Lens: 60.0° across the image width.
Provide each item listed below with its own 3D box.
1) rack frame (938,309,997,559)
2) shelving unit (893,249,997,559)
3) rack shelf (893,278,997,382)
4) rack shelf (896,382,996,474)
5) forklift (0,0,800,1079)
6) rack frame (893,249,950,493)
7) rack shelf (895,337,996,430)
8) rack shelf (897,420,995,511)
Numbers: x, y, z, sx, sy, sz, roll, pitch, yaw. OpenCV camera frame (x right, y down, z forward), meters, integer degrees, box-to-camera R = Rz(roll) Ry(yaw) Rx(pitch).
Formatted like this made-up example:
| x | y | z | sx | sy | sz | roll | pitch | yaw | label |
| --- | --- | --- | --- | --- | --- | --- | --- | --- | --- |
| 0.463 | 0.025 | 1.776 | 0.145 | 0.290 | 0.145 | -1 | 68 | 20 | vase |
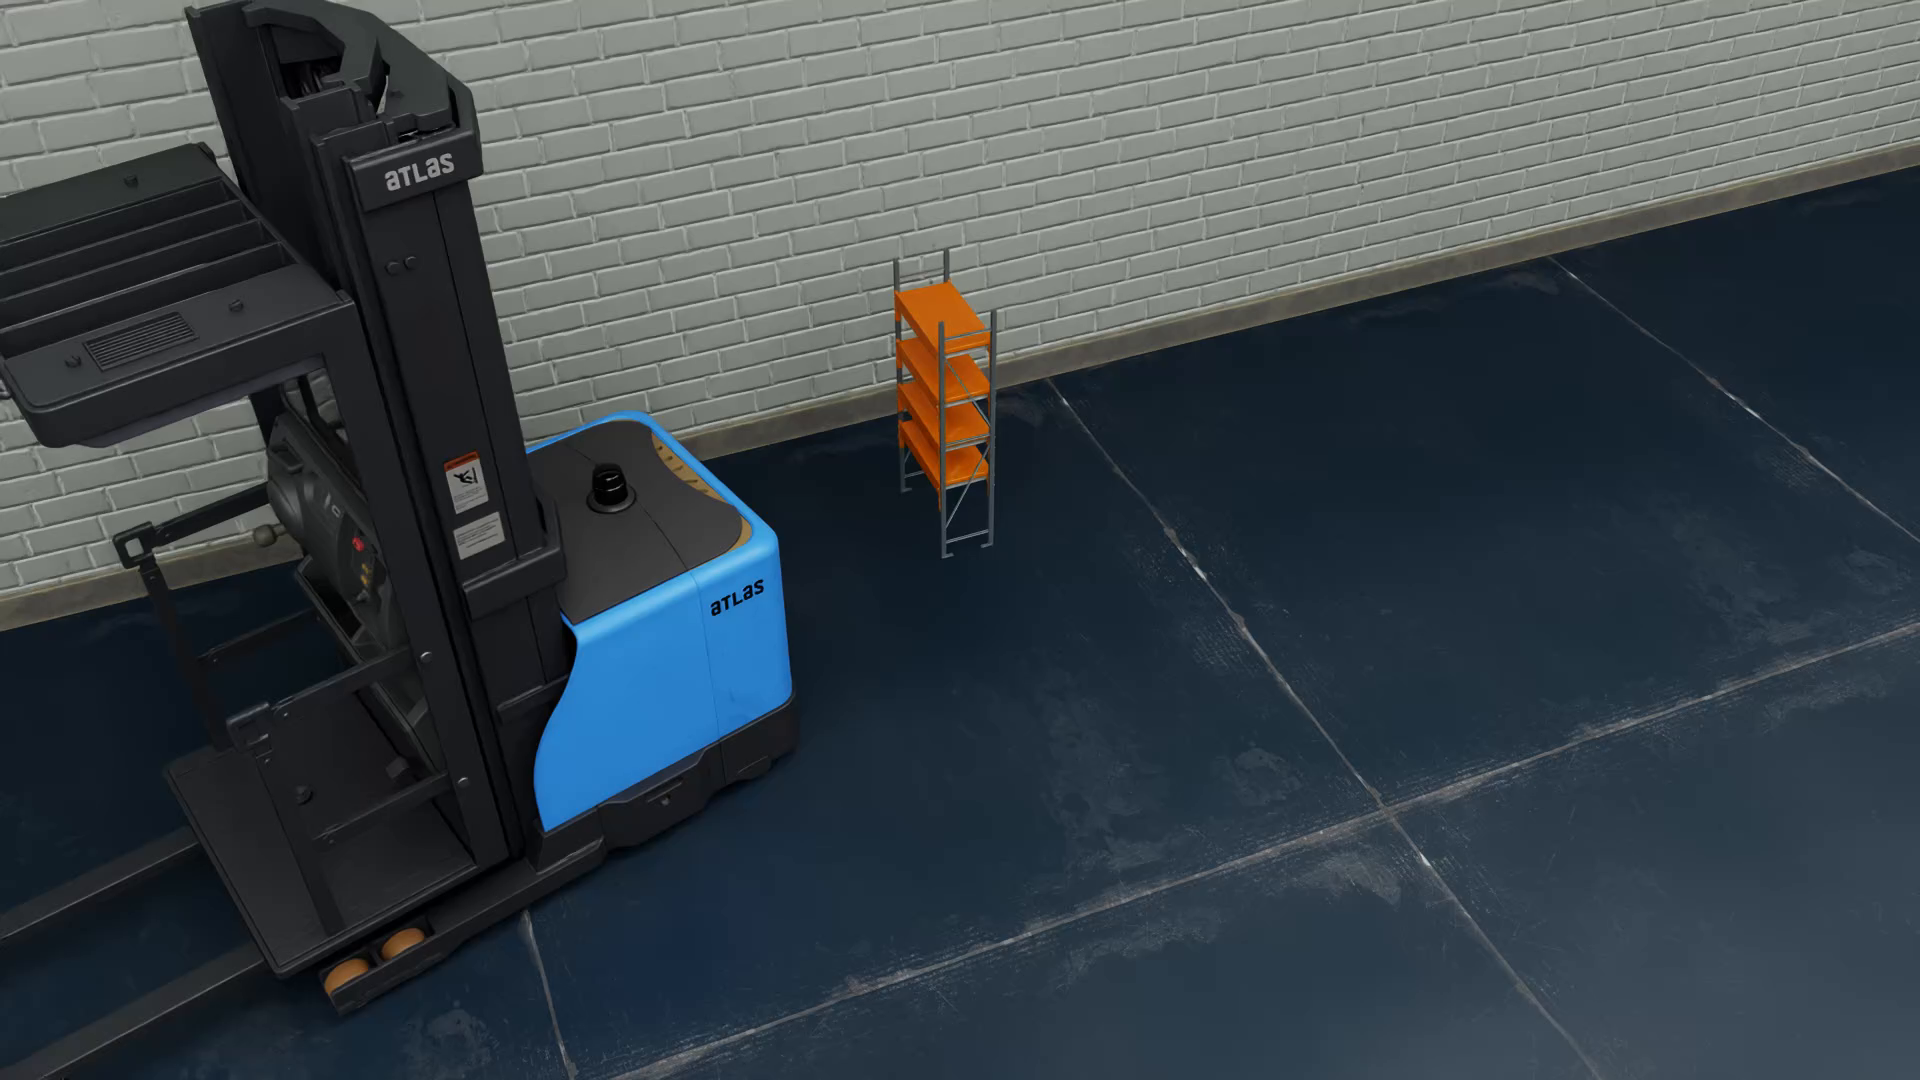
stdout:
| x | y | z | sx | sy | sz | roll | pitch | yaw | label |
| --- | --- | --- | --- | --- | --- | --- | --- | --- | --- |
| 0.030 | -0.408 | 6.804 | 0.240 | 1.200 | 0.015 | -15 | 43 | -17 | rack frame |
| -0.063 | -0.555 | 6.975 | 0.258 | 1.200 | 0.503 | -15 | 43 | -17 | shelving unit |
| -0.063 | -0.853 | 6.719 | 0.258 | 0.148 | 0.480 | -15 | 43 | -17 | rack shelf |
| -0.063 | -0.504 | 7.019 | 0.258 | 0.148 | 0.480 | -15 | 43 | -17 | rack shelf |
| -2.075 | 0.035 | 4.961 | 3.031 | 2.935 | 1.130 | -27 | 48 | -28 | forklift |
| -0.157 | -0.702 | 7.146 | 0.240 | 1.200 | 0.015 | -15 | 43 | -17 | rack frame |
| -0.063 | -0.673 | 6.873 | 0.258 | 0.148 | 0.480 | -15 | 43 | -17 | rack shelf |
| -0.063 | -0.353 | 7.148 | 0.258 | 0.148 | 0.480 | -15 | 43 | -17 | rack shelf |
